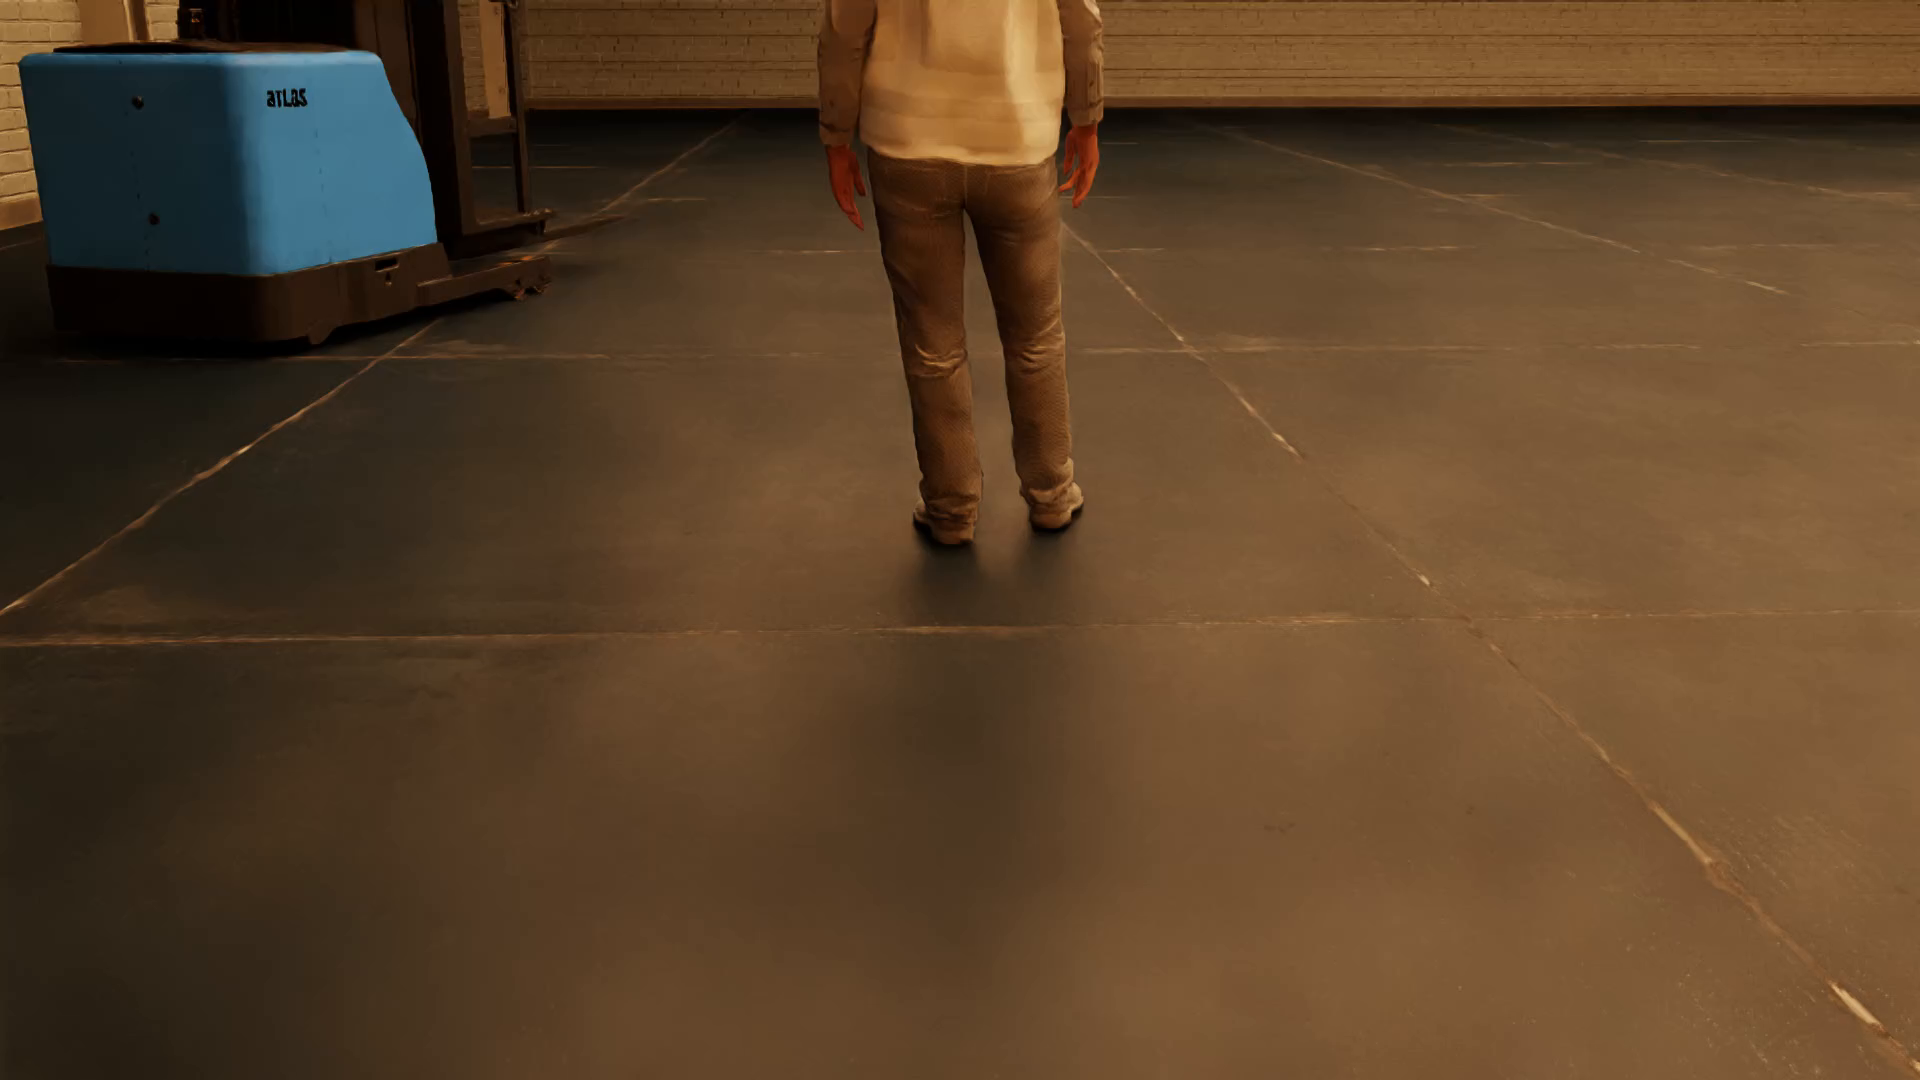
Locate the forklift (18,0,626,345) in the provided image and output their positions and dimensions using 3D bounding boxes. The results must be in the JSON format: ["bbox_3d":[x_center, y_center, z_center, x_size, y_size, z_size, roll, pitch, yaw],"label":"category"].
[{"bbox_3d":[-2.521,-2.509,7.109,1.130,2.935,3.031,5,18,16],"label":"forklift"}]

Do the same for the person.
[{"bbox_3d":[0.005,-0.873,3.717,0.632,1.773,0.567,-1,17,-3],"label":"person"}]
